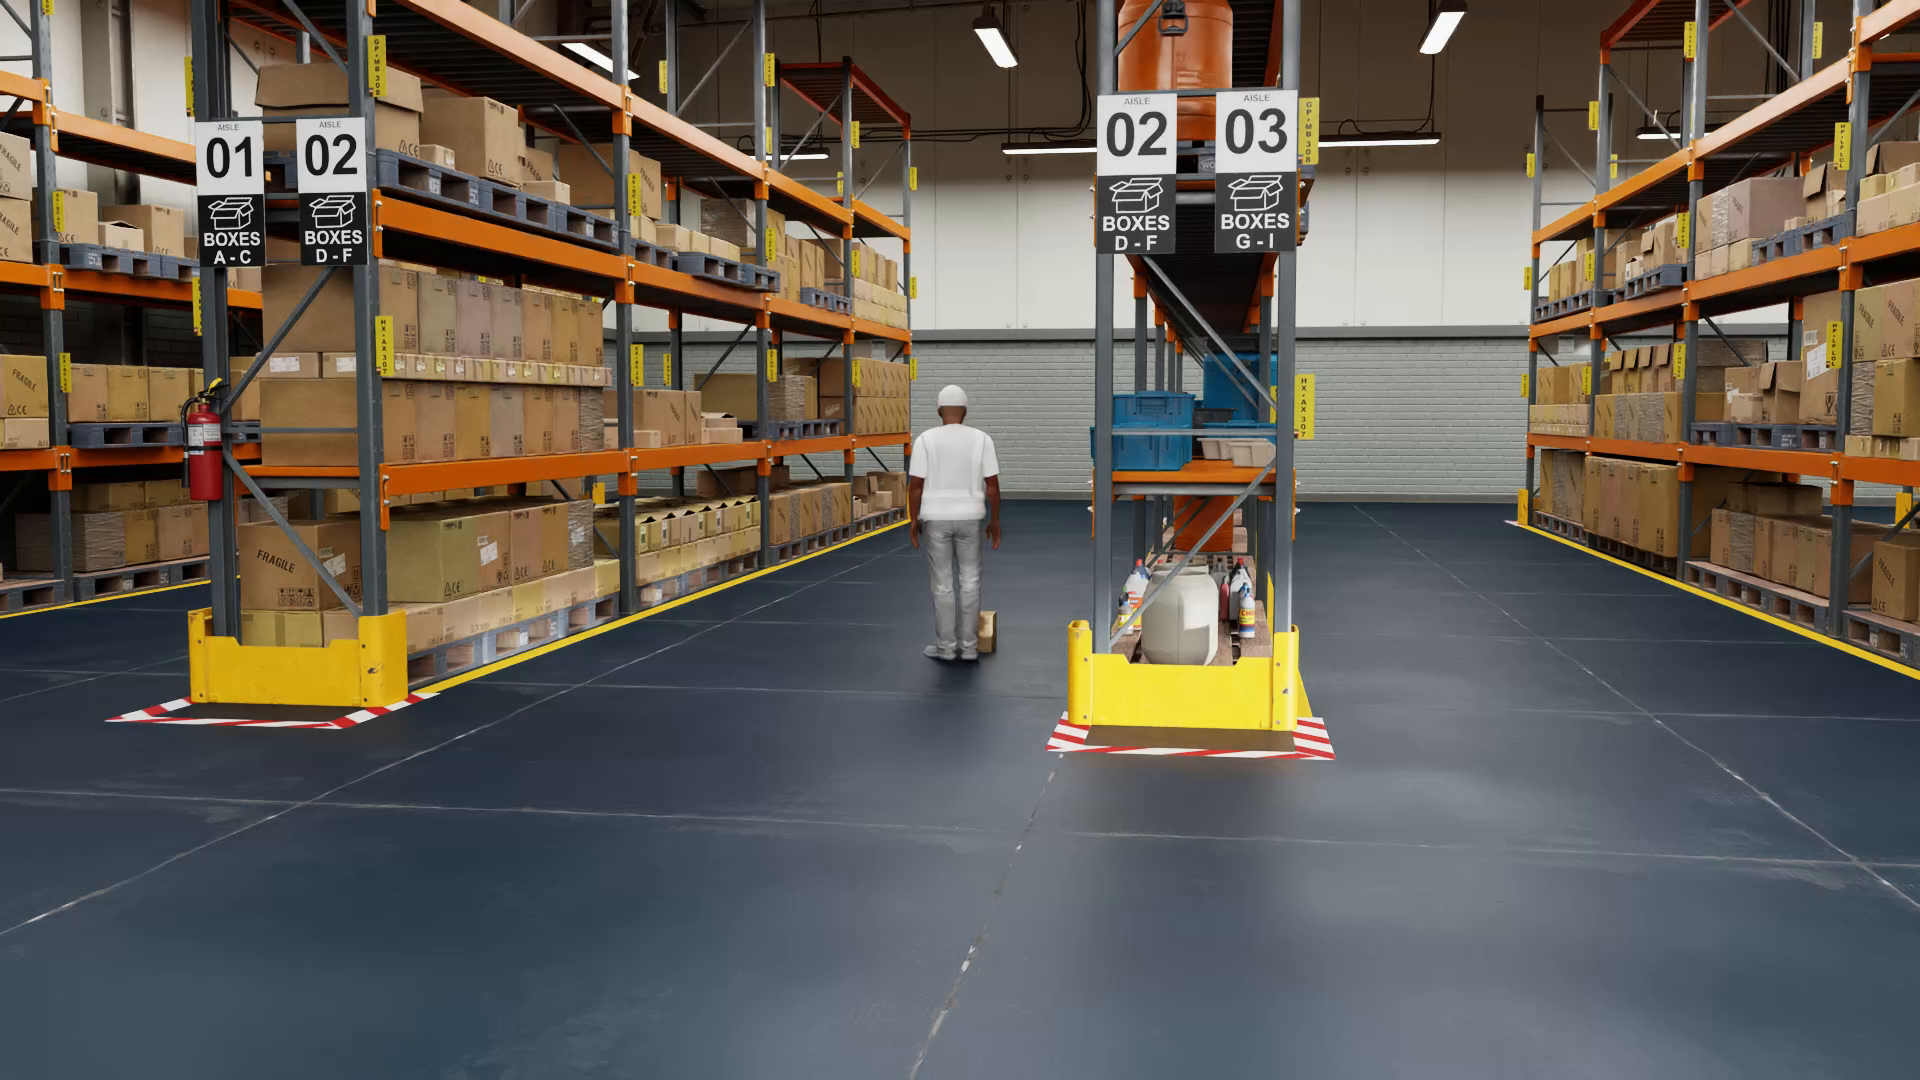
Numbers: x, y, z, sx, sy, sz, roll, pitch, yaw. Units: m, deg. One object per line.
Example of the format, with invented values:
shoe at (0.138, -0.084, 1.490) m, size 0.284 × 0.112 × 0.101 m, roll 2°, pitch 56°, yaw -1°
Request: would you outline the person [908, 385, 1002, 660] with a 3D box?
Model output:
person at (-0.034, -0.118, 10.773) m, size 0.605 × 1.766 × 0.360 m, roll 0°, pitch 4°, yaw -4°
